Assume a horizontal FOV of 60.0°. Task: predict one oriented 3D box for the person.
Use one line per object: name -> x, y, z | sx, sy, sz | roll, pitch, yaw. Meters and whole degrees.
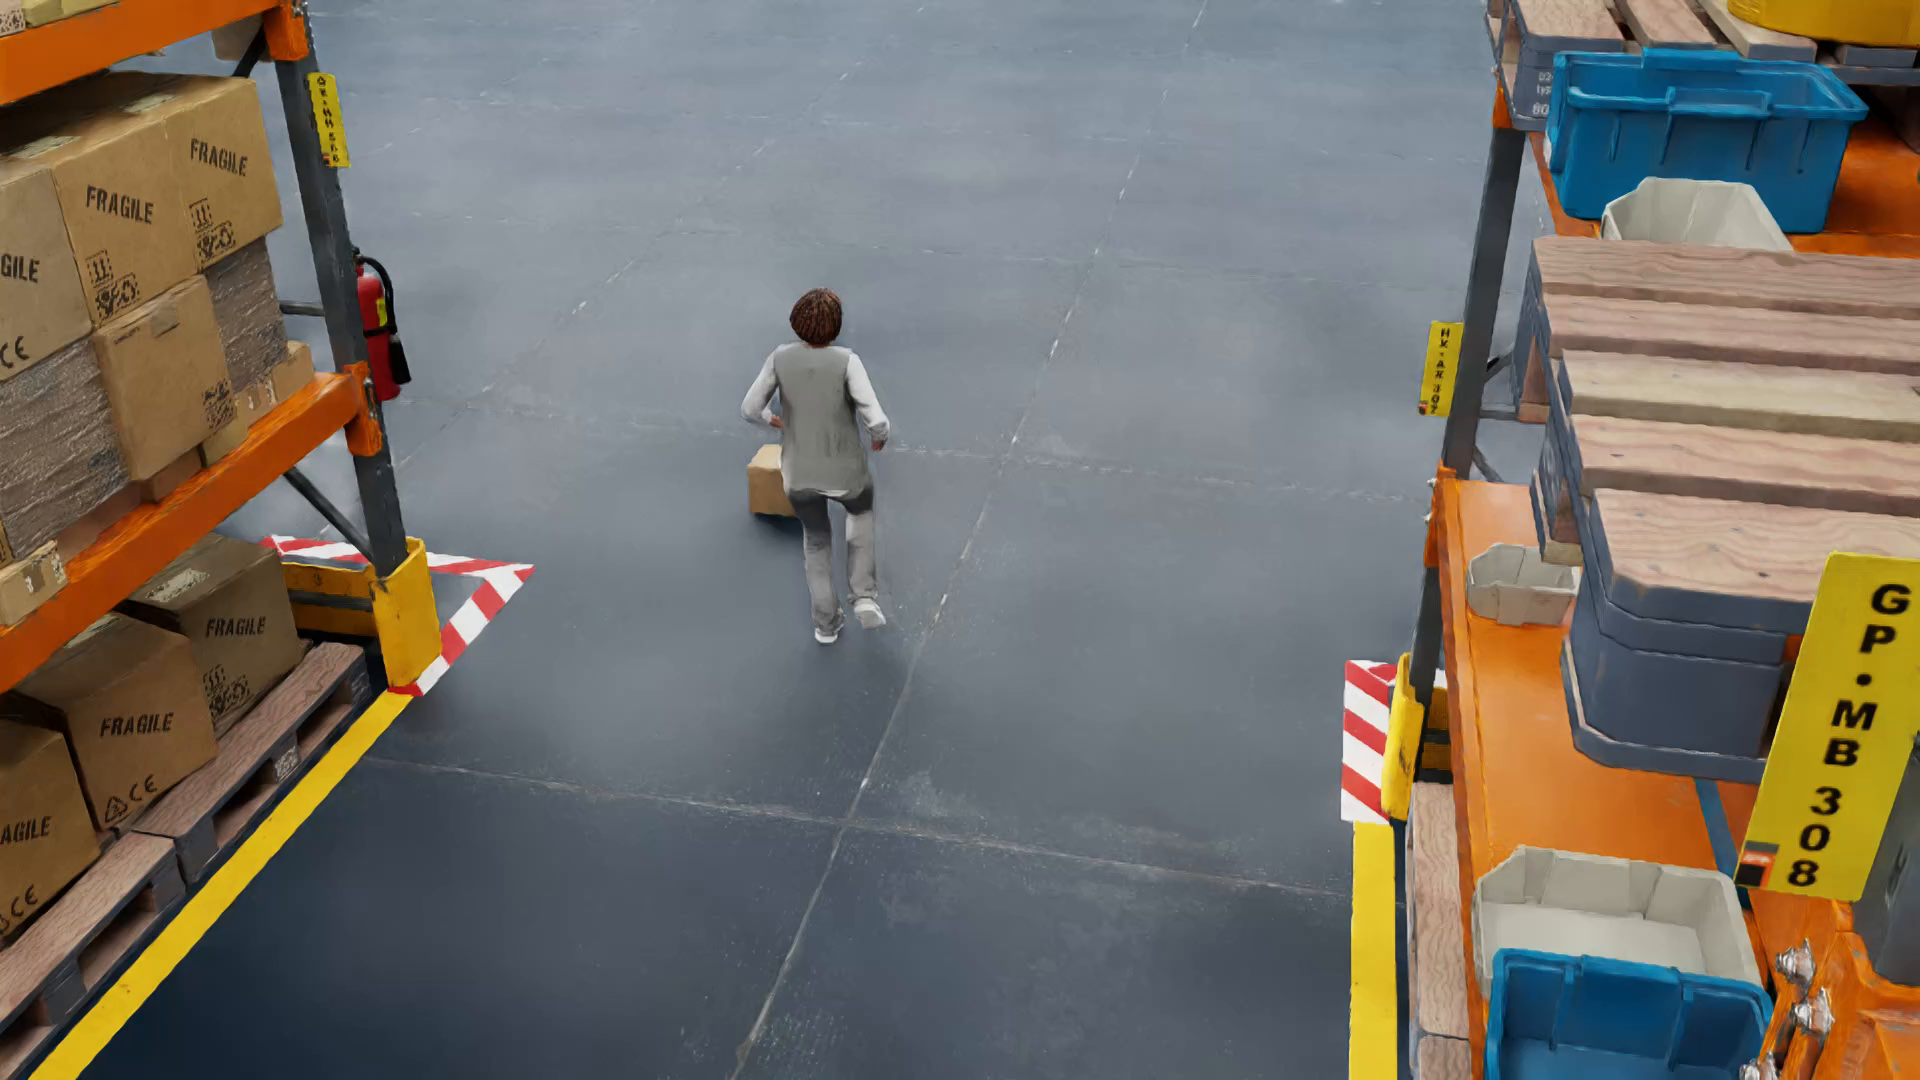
person -> -0.558, -0.293, 6.692 | 0.599, 1.564, 0.457 | 1, 29, 2
